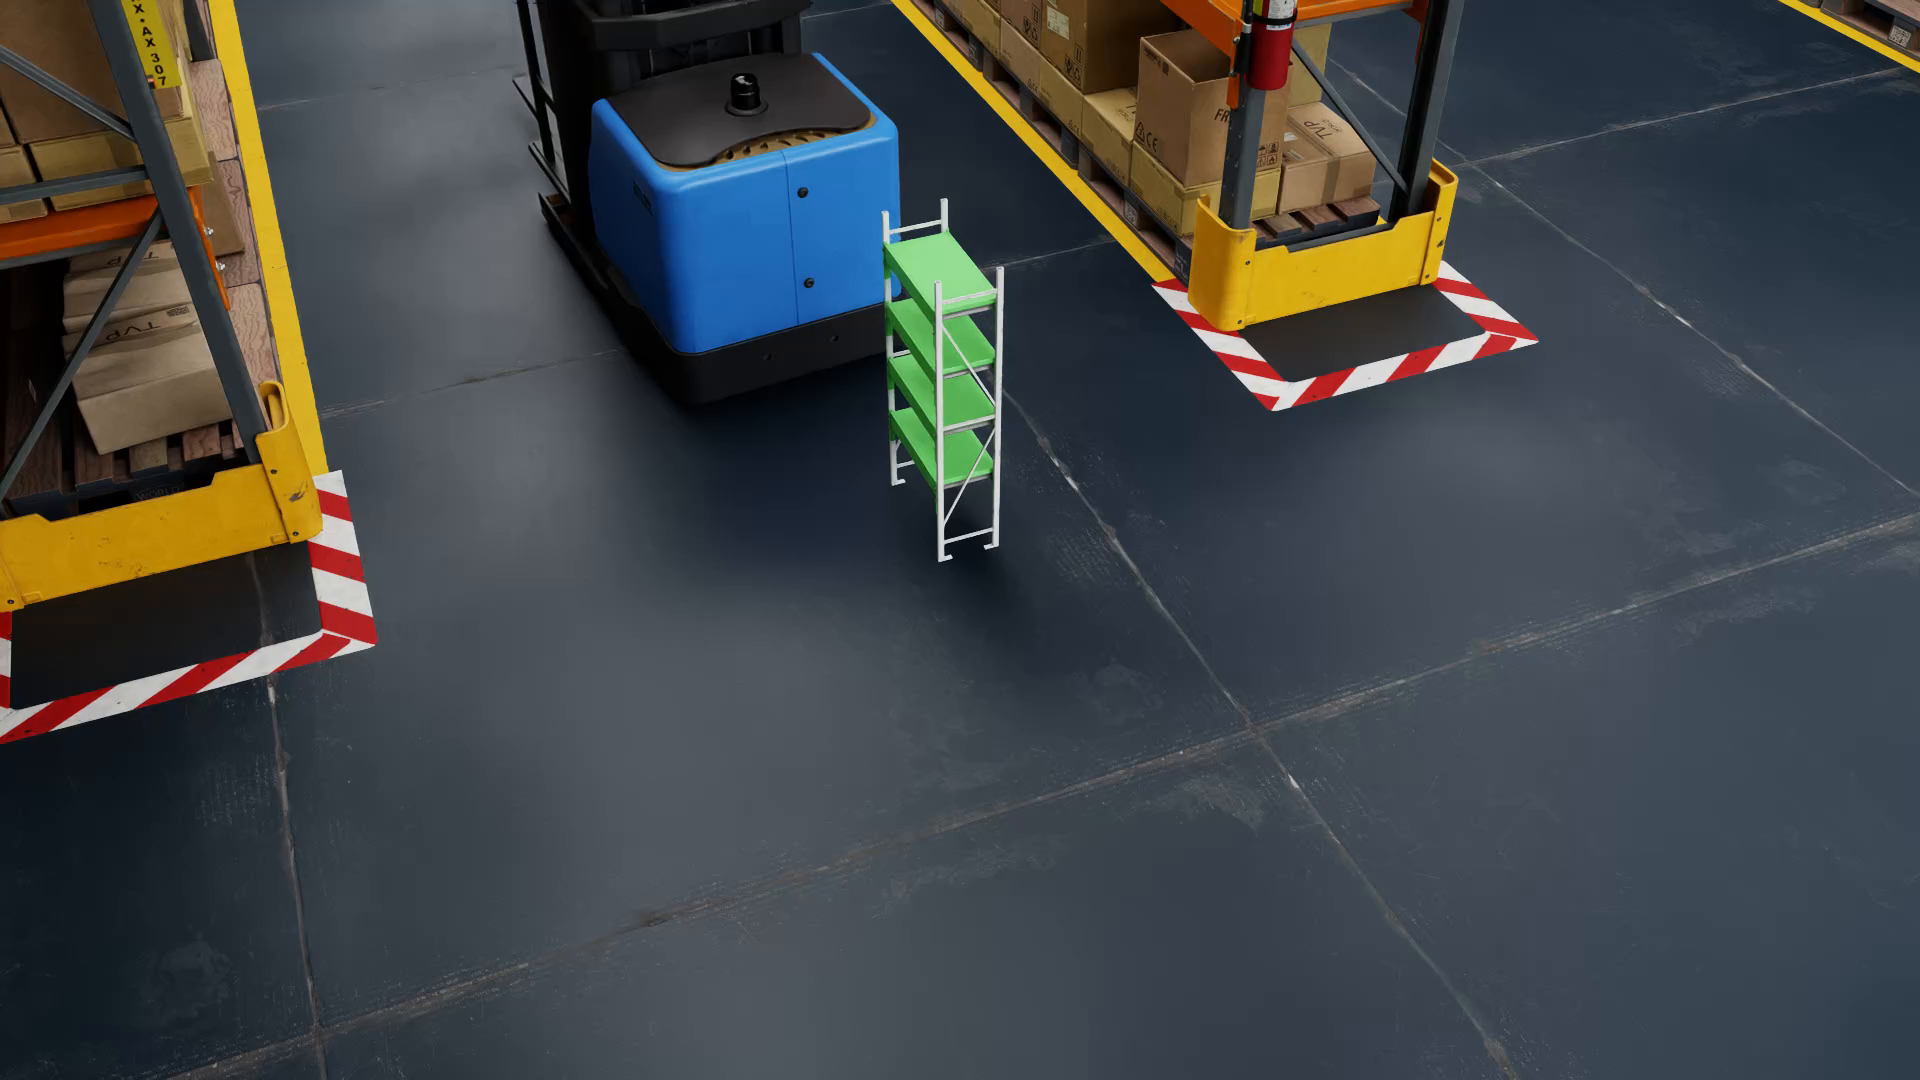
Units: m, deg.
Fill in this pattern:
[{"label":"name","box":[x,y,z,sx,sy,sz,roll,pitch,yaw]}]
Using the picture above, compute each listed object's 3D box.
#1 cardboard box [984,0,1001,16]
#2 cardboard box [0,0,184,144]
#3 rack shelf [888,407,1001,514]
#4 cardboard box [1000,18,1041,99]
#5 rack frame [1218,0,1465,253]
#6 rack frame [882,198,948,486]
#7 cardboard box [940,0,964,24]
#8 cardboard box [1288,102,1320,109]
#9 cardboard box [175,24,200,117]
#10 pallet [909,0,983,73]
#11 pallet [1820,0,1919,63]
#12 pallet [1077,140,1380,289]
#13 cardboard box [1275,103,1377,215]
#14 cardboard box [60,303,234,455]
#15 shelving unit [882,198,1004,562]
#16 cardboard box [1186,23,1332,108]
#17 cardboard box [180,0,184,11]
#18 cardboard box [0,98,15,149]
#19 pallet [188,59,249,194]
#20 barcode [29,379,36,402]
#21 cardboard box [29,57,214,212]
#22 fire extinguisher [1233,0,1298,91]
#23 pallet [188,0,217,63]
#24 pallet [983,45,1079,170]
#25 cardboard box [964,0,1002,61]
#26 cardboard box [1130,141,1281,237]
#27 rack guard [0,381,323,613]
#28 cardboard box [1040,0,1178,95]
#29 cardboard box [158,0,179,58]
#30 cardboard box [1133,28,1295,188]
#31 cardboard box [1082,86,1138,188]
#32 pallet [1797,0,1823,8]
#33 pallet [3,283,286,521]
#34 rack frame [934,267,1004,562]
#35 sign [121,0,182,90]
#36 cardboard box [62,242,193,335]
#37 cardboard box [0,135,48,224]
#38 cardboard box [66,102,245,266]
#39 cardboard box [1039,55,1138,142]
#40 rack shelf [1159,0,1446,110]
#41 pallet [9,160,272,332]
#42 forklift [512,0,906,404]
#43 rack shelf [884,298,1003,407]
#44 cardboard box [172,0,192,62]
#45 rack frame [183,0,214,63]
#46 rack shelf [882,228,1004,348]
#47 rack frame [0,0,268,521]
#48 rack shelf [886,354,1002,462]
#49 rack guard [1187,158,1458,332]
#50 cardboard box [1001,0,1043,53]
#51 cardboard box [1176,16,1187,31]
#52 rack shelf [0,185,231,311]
[{"label":"cardboard box","box":[0.344,-3.156,8.831,0.500,0.500,0.500,-15,43,-17]},{"label":"cardboard box","box":[-2.876,-1.665,5.410,0.500,0.500,0.500,-15,43,-17]},{"label":"rack shelf","box":[-0.063,-0.324,6.173,0.258,0.148,0.480,-15,43,-17]},{"label":"cardboard box","box":[0.541,-2.572,8.727,0.500,0.250,0.500,-15,43,-17]},{"label":"rack frame","box":[1.604,-2.305,6.630,1.000,3.000,0.127,-15,43,-17]},{"label":"rack frame","box":[-0.157,-0.702,6.146,0.240,1.200,0.015,-15,43,-17]},{"label":"cardboard box","box":[0.157,-3.174,9.427,0.500,0.250,0.500,-15,43,-17]},{"label":"cardboard box","box":[1.410,-2.101,8.179,0.500,0.250,0.500,-15,43,-17]},{"label":"cardboard box","box":[-3.077,-1.700,6.026,0.500,0.250,0.500,-16,43,-18]},{"label":"pallet","box":[0.339,-3.168,9.772,1.003,0.211,1.213,-15,43,-17]},{"label":"pallet","box":[5.803,-3.006,9.584,1.003,0.211,1.213,-15,43,-17]},{"label":"pallet","box":[1.273,-1.698,8.063,1.003,0.211,1.213,-15,43,-17]},{"label":"cardboard box","box":[1.604,-1.800,7.830,0.500,0.250,0.500,-15,43,-17]},{"label":"cardboard box","box":[-3.153,-0.654,6.434,0.500,0.311,0.500,-20,45,-22]},{"label":"shelving unit","box":[-0.063,-0.555,5.975,0.258,1.200,0.503,-15,43,-17]},{"label":"cardboard box","box":[1.411,-2.385,7.935,0.500,0.500,0.500,-15,43,-17]},{"label":"cardboard box","box":[-3.457,-2.314,6.740,0.500,0.250,0.500,-15,43,-16]},{"label":"cardboard box","box":[-3.348,-1.533,5.257,0.500,0.500,0.500,-16,43,-17]},{"label":"pallet","box":[-4.212,-2.024,8.441,1.003,0.211,1.213,-15,43,-17]},{"label":"barcode","box":[-3.529,-0.568,6.328,0.001,0.075,0.075,-15,43,-17]},{"label":"cardboard box","box":[-2.865,-1.391,5.667,0.500,0.250,0.500,-16,43,-18]},{"label":"fire extinguisher","box":[1.220,-2.089,6.438,0.296,0.674,0.183,-15,43,-17]},{"label":"pallet","box":[-4.801,-2.888,9.447,1.003,0.211,1.213,-15,43,-17]},{"label":"pallet","box":[0.810,-2.432,8.916,1.003,0.211,1.213,-15,43,-17]},{"label":"cardboard box","box":[0.344,-2.872,9.075,0.500,0.250,0.500,-15,43,-17]},{"label":"cardboard box","box":[1.126,-1.671,7.680,0.500,0.250,0.500,-15,43,-17]},{"label":"rack guard","box":[-3.000,-0.165,6.059,1.175,0.500,0.348,-15,43,-17]},{"label":"cardboard box","box":[0.728,-2.554,8.131,0.500,0.500,0.500,-15,43,-17]},{"label":"cardboard box","box":[-3.056,-1.965,5.759,0.500,0.500,0.500,-15,43,-17]},{"label":"cardboard box","box":[1.124,-1.955,7.435,0.500,0.500,0.500,-15,43,-17]},{"label":"cardboard box","box":[0.923,-1.969,8.026,0.500,0.250,0.500,-15,43,-17]},{"label":"pallet","box":[5.340,-3.740,10.437,1.003,0.211,1.213,-15,43,-17]},{"label":"pallet","box":[-3.279,-0.554,6.732,1.003,0.211,1.213,-15,43,-17]},{"label":"rack frame","box":[0.030,-0.408,5.804,0.240,1.200,0.015,-15,43,-17]},{"label":"sign","box":[-2.470,-1.531,5.066,0.100,0.325,0.005,-15,43,-17]},{"label":"cardboard box","box":[-3.371,-0.997,6.834,0.500,0.311,0.500,-12,42,-13]},{"label":"cardboard box","box":[-3.329,-1.251,5.504,0.500,0.250,0.500,-15,43,-16]},{"label":"cardboard box","box":[-3.606,-1.523,7.301,0.700,0.500,0.500,-18,44,-20]},{"label":"cardboard box","box":[0.730,-2.270,8.376,0.500,0.250,0.500,-15,43,-17]},{"label":"rack shelf","box":[0.839,-3.237,8.266,1.077,0.370,4.000,-15,43,-17]},{"label":"pallet","box":[-3.742,-1.288,7.585,1.003,0.211,1.213,-15,43,-17]},{"label":"forklift","box":[-1.356,-2.619,7.048,1.130,2.935,3.031,-19,44,-21]},{"label":"rack shelf","box":[-0.063,-0.688,5.860,0.258,0.148,0.480,-15,43,-17]},{"label":"cardboard box","box":[-3.266,-2.009,6.385,0.500,0.250,0.500,-16,43,-18]},{"label":"rack frame","box":[-4.502,-3.477,7.992,1.000,3.000,0.127,-15,43,-17]},{"label":"rack shelf","box":[-0.063,-0.870,5.703,0.258,0.148,0.480,-15,43,-17]},{"label":"rack frame","box":[-2.971,-1.067,5.190,1.000,3.000,0.127,-15,43,-17]},{"label":"rack shelf","box":[-0.063,-0.506,6.016,0.258,0.148,0.480,-15,43,-17]},{"label":"rack guard","box":[1.613,-1.343,7.428,1.175,0.500,0.348,-15,43,-17]},{"label":"cardboard box","box":[0.538,-2.855,8.481,0.500,0.500,0.500,-15,43,-17]},{"label":"cardboard box","box":[1.208,-2.683,8.282,0.500,0.500,0.500,-15,43,-17]},{"label":"rack shelf","box":[-3.737,-1.999,6.826,1.077,0.370,4.000,-15,43,-17]}]
